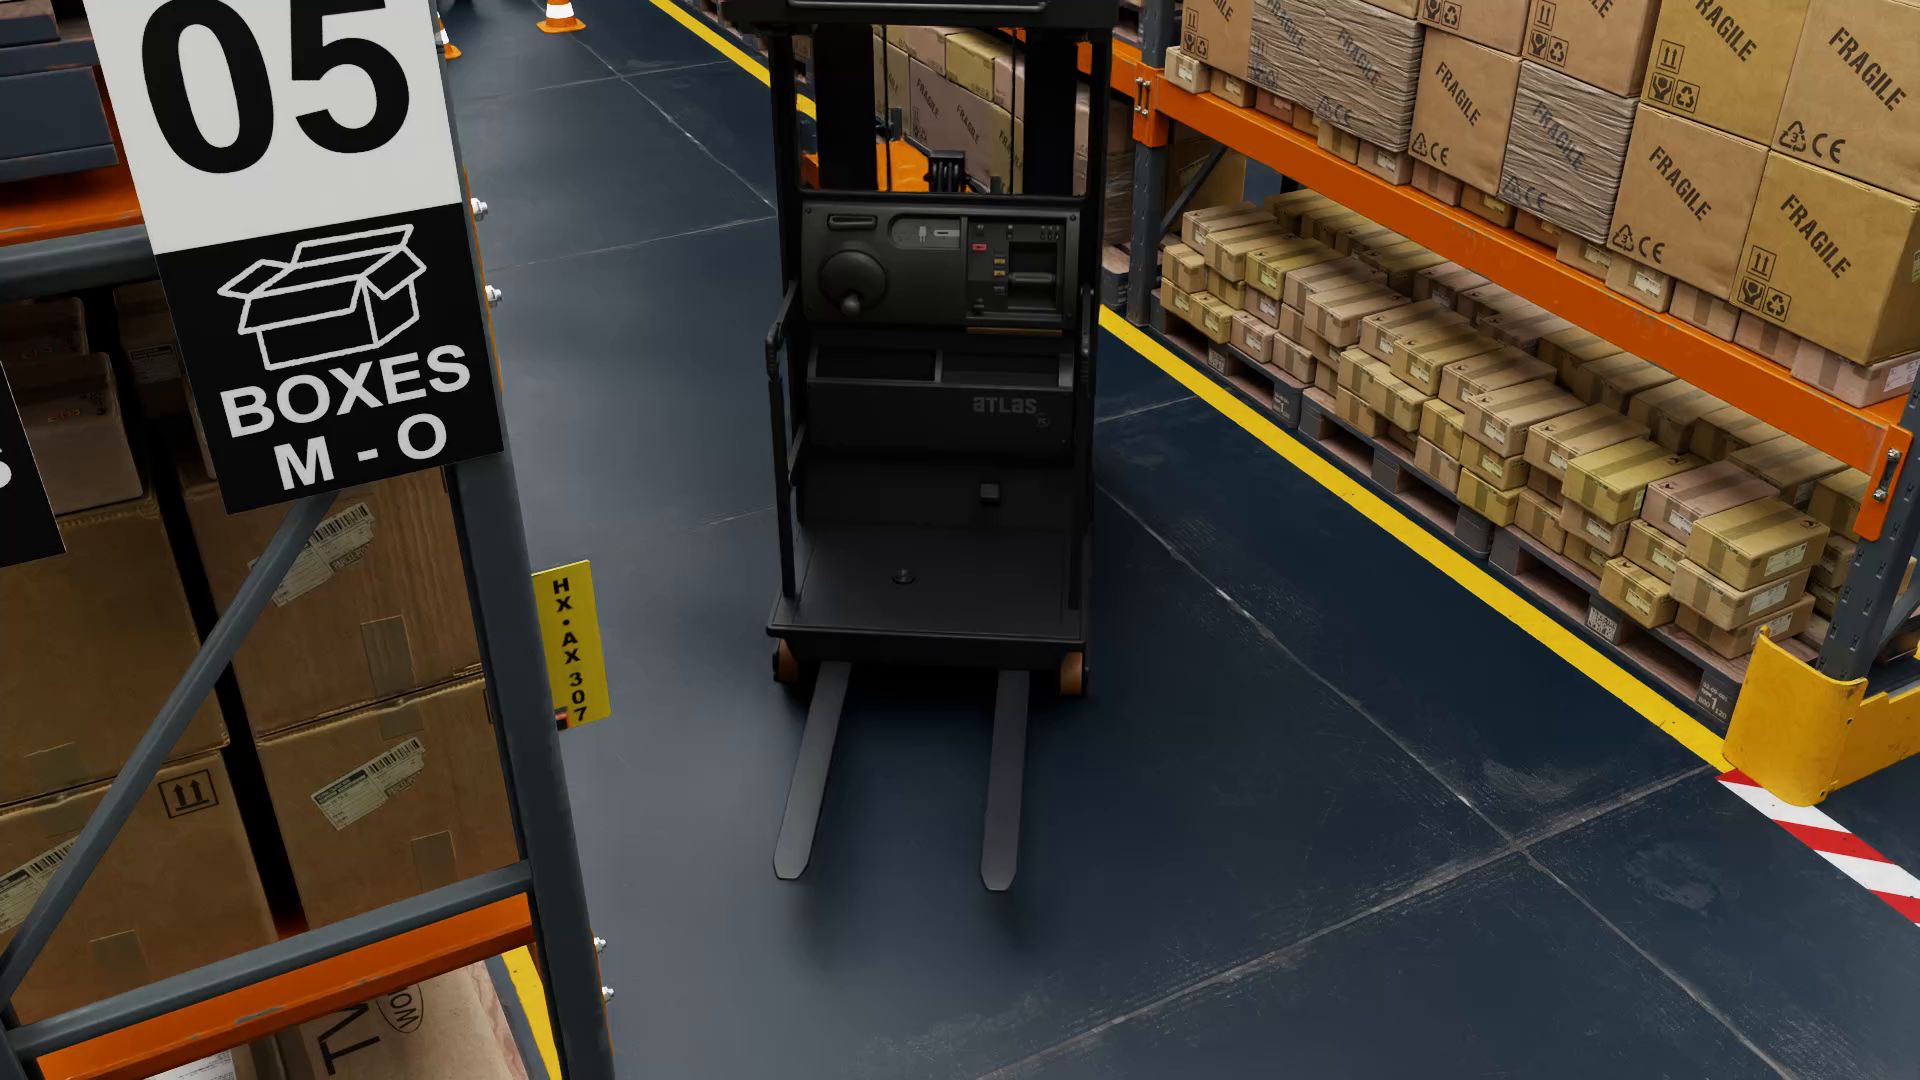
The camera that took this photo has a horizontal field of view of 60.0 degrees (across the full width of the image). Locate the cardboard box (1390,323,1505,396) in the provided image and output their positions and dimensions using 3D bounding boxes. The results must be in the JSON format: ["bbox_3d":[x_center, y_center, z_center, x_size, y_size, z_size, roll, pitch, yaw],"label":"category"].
[{"bbox_3d":[2.001,-0.743,6.832,0.380,0.149,0.250,-16,36,-23],"label":"cardboard box"}]

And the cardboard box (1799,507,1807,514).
[{"bbox_3d":[3.087,-0.137,6.162,0.380,0.149,0.250,-16,36,-23],"label":"cardboard box"}]

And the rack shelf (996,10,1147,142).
[{"bbox_3d":[0.385,-3.137,9.532,1.077,0.370,4.000,-16,36,-23],"label":"rack shelf"}]

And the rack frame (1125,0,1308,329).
[{"bbox_3d":[1.317,-2.485,7.848,1.000,3.000,0.127,-16,36,-23],"label":"rack frame"}]

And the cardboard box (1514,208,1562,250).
[{"bbox_3d":[2.258,-1.192,6.063,0.380,0.149,0.250,-17,37,-25],"label":"cardboard box"}]

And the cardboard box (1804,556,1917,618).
[{"bbox_3d":[3.221,0.117,6.041,0.380,0.149,0.250,-15,36,-22],"label":"cardboard box"}]

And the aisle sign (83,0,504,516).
[{"bbox_3d":[-0.859,-0.416,2.209,0.394,0.787,0.004,-16,36,-23],"label":"aisle sign"}]

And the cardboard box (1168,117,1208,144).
[{"bbox_3d":[1.207,-2.344,8.861,0.500,0.250,0.500,-18,37,-25],"label":"cardboard box"}]

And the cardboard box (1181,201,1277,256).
[{"bbox_3d":[1.295,-1.496,8.006,0.380,0.149,0.250,-14,35,-21],"label":"cardboard box"}]

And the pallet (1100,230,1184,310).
[{"bbox_3d":[0.953,-1.682,9.180,1.003,0.211,1.213,-16,36,-23],"label":"pallet"}]

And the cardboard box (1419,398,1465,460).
[{"bbox_3d":[2.084,-0.476,6.691,0.380,0.149,0.250,-14,35,-21],"label":"cardboard box"}]

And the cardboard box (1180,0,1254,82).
[{"bbox_3d":[1.325,-2.353,7.273,0.500,0.500,0.500,-17,36,-24],"label":"cardboard box"}]

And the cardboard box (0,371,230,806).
[{"bbox_3d":[-1.585,0.084,2.819,0.500,0.500,0.500,-15,35,-22],"label":"cardboard box"}]

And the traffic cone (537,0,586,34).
[{"bbox_3d":[-3.123,-4.215,12.900,0.336,0.463,0.334,-16,36,-23],"label":"traffic cone"}]

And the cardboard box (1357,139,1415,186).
[{"bbox_3d":[1.817,-1.546,6.615,0.380,0.149,0.250,-14,35,-21],"label":"cardboard box"}]

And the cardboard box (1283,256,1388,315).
[{"bbox_3d":[1.674,-1.122,7.423,0.380,0.149,0.250,-17,36,-24],"label":"cardboard box"}]

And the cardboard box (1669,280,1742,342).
[{"bbox_3d":[2.567,-0.799,5.449,0.380,0.149,0.250,-16,36,-24],"label":"cardboard box"}]

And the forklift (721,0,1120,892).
[{"bbox_3d":[-0.082,-0.868,5.388,1.130,2.935,3.031,2,33,4],"label":"forklift"}]

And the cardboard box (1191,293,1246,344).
[{"bbox_3d":[1.327,-1.080,7.909,0.380,0.149,0.250,-15,35,-22],"label":"cardboard box"}]

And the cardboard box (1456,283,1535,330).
[{"bbox_3d":[2.387,-1.004,7.238,0.380,0.149,0.250,-17,36,-25],"label":"cardboard box"}]

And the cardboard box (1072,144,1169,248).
[{"bbox_3d":[0.749,-1.899,8.862,0.500,0.500,0.500,-17,36,-24],"label":"cardboard box"}]

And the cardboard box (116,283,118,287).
[{"bbox_3d":[-3.027,-0.944,5.350,0.500,0.500,0.500,-15,35,-22],"label":"cardboard box"}]

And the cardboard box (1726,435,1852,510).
[{"bbox_3d":[3.004,-0.240,6.046,0.380,0.149,0.250,-15,36,-22],"label":"cardboard box"}]

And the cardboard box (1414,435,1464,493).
[{"bbox_3d":[2.085,-0.352,6.773,0.380,0.149,0.250,-15,36,-22],"label":"cardboard box"}]

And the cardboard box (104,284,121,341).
[{"bbox_3d":[-2.315,-0.636,3.942,0.500,0.500,0.500,-16,36,-23],"label":"cardboard box"}]

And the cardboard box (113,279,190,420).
[{"bbox_3d":[-1.255,-0.365,2.919,0.380,0.149,0.250,-15,36,-22],"label":"cardboard box"}]

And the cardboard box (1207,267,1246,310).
[{"bbox_3d":[1.401,-1.235,7.875,0.380,0.149,0.250,-16,36,-23],"label":"cardboard box"}]

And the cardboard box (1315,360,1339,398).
[{"bbox_3d":[1.808,-0.746,7.388,0.380,0.149,0.250,-17,37,-25],"label":"cardboard box"}]

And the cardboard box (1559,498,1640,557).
[{"bbox_3d":[2.440,-0.106,6.112,0.380,0.149,0.250,-17,37,-25],"label":"cardboard box"}]

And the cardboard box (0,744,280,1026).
[{"bbox_3d":[-1.609,0.511,3.079,0.500,0.500,0.500,-16,36,-23],"label":"cardboard box"}]

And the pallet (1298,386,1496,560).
[{"bbox_3d":[2.235,-0.416,7.204,1.003,0.211,1.213,-16,36,-23],"label":"pallet"}]

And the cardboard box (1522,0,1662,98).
[{"bbox_3d":[2.262,-1.808,5.496,0.500,0.500,0.500,-14,35,-21],"label":"cardboard box"}]

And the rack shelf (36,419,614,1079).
[{"bbox_3d":[-2.082,0.066,4.534,1.077,0.370,4.000,-16,36,-23],"label":"rack shelf"}]

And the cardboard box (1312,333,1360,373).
[{"bbox_3d":[1.777,-0.861,7.291,0.380,0.149,0.250,-14,35,-21],"label":"cardboard box"}]

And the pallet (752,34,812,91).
[{"bbox_3d":[-0.849,-3.615,12.197,1.003,0.211,1.213,-16,36,-23],"label":"pallet"}]

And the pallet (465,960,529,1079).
[{"bbox_3d":[-1.592,1.529,4.167,1.003,0.211,1.213,-16,36,-23],"label":"pallet"}]

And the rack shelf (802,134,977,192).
[{"bbox_3d":[-0.277,-1.518,7.533,0.538,0.278,1.000,-15,36,-22],"label":"rack shelf"}]

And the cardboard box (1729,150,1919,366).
[{"bbox_3d":[2.745,-0.893,4.995,0.500,0.500,0.500,-15,36,-22],"label":"cardboard box"}]

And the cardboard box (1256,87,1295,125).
[{"bbox_3d":[1.517,-1.943,7.235,0.380,0.149,0.250,-18,37,-25],"label":"cardboard box"}]

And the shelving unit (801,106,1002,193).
[{"bbox_3d":[-0.277,-1.271,7.691,0.538,1.125,1.048,-15,36,-22],"label":"shelving unit"}]

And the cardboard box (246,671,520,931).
[{"bbox_3d":[-1.119,0.374,3.293,0.500,0.500,0.500,-16,36,-23],"label":"cardboard box"}]

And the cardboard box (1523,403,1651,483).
[{"bbox_3d":[2.347,-0.358,6.229,0.380,0.149,0.250,-17,37,-25],"label":"cardboard box"}]

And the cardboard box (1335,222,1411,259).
[{"bbox_3d":[1.990,-1.379,7.823,0.380,0.149,0.250,-16,36,-24],"label":"cardboard box"}]

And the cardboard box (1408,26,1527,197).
[{"bbox_3d":[2.041,-1.620,6.130,0.500,0.500,0.500,-14,35,-21],"label":"cardboard box"}]

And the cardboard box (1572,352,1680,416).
[{"bbox_3d":[2.690,-0.625,6.646,0.380,0.149,0.250,-14,35,-21],"label":"cardboard box"}]

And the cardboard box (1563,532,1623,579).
[{"bbox_3d":[2.496,0.004,6.217,0.380,0.149,0.250,-16,36,-23],"label":"cardboard box"}]

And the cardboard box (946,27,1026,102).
[{"bbox_3d":[0.260,-2.714,9.439,0.500,0.250,0.500,-18,37,-25],"label":"cardboard box"}]

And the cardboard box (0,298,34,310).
[{"bbox_3d":[-1.829,-0.357,2.906,0.380,0.149,0.250,-16,36,-24],"label":"cardboard box"}]

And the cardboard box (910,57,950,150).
[{"bbox_3d":[0.037,-2.634,10.008,0.500,0.500,0.500,-17,36,-24],"label":"cardboard box"}]

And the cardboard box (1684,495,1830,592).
[{"bbox_3d":[2.711,0.008,5.659,0.380,0.149,0.250,-15,36,-23],"label":"cardboard box"}]
